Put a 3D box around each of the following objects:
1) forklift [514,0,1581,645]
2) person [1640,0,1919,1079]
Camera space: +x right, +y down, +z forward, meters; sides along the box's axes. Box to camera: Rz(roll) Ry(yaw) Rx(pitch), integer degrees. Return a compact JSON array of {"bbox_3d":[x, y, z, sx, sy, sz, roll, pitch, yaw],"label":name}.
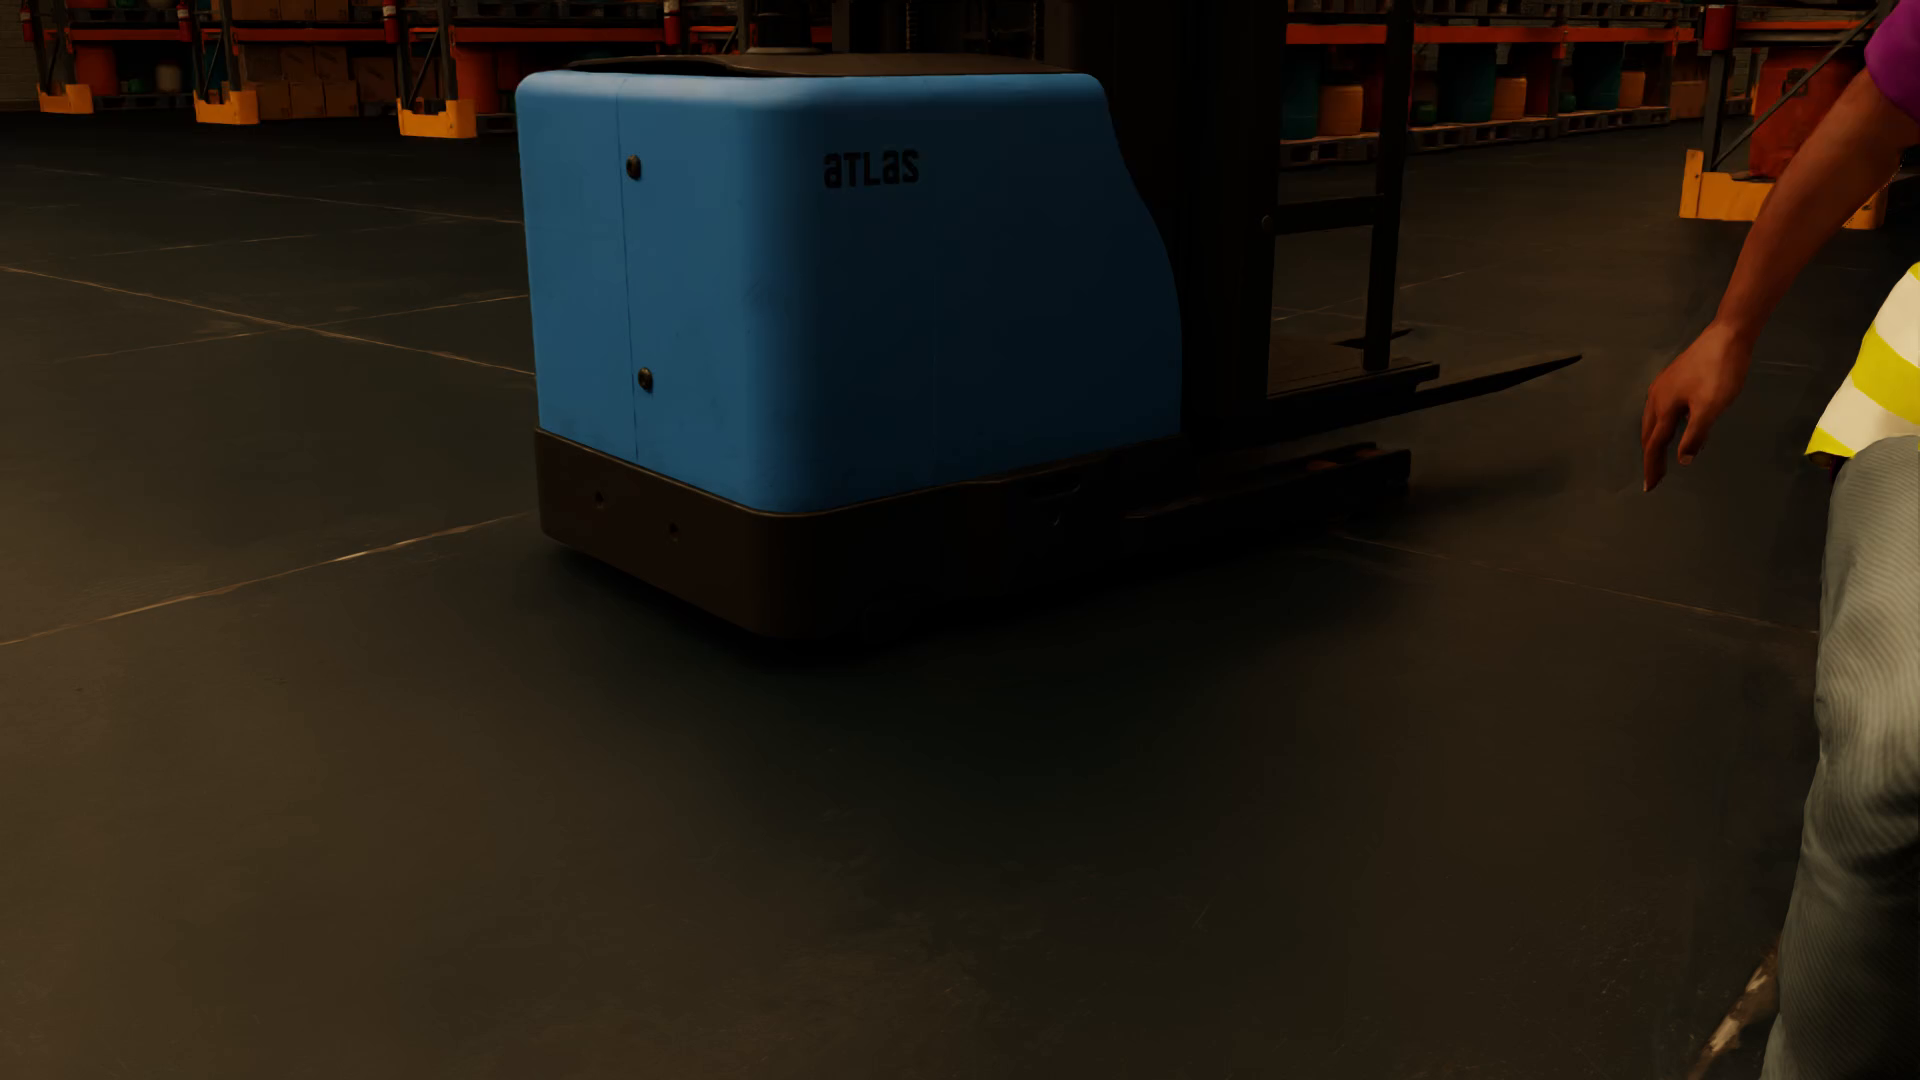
[{"bbox_3d":[0.498,-1.535,3.953,3.031,2.935,1.130,-14,22,-38],"label":"forklift"},{"bbox_3d":[0.949,-0.002,1.375,0.819,1.535,0.742,9,19,29],"label":"person"}]
